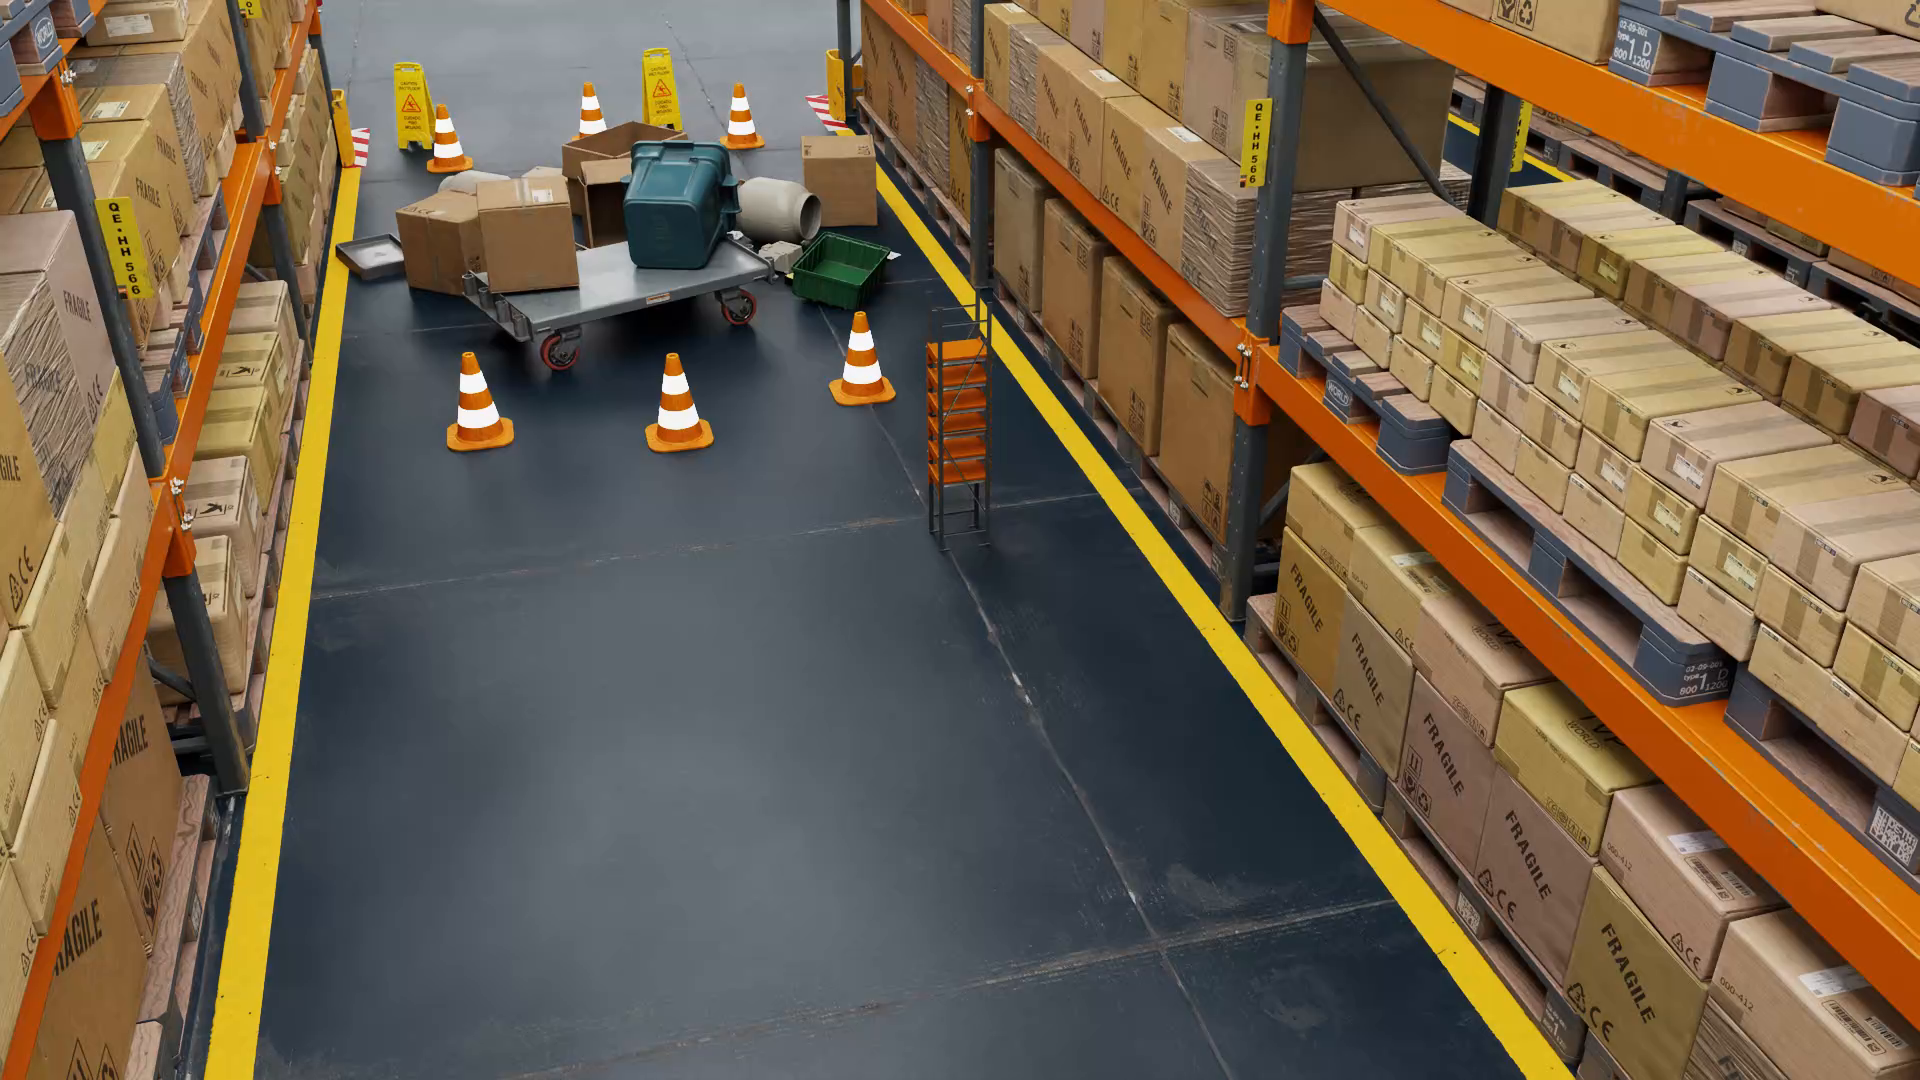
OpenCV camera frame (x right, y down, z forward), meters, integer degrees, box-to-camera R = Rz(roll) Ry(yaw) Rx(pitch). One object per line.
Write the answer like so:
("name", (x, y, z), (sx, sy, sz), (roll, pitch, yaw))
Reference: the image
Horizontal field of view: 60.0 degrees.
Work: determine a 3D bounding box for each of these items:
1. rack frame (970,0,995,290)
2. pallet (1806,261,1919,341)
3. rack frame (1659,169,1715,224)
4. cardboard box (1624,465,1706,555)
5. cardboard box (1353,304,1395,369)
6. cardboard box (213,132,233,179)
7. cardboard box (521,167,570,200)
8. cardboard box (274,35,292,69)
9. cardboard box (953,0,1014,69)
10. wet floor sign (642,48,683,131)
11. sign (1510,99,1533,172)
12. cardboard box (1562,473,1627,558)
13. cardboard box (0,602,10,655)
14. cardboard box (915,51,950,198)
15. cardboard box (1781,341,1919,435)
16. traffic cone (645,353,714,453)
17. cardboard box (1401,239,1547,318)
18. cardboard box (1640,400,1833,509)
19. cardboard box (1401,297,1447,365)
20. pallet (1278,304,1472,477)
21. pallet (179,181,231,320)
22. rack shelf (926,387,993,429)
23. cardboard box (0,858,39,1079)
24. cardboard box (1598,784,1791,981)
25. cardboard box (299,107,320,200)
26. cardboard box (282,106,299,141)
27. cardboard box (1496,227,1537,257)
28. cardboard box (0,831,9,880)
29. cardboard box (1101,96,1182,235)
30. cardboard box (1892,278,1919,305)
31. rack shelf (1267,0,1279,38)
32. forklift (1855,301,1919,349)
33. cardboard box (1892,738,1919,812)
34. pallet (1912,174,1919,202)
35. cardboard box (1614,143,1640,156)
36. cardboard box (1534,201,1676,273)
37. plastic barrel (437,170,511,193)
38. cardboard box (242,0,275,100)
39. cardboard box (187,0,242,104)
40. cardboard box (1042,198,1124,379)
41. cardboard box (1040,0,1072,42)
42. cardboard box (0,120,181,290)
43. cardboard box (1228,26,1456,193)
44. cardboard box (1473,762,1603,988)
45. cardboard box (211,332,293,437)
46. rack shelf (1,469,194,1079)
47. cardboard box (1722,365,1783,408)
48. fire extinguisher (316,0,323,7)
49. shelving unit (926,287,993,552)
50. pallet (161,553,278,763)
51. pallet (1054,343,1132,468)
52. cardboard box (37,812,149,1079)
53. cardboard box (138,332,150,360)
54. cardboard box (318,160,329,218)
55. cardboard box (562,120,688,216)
("rack frame", (0.560, -2.964, 9.877), (1.000, 3.000, 0.127), (-8, 31, -13))
("pallet", (5.905, -1.402, 9.962), (1.003, 0.211, 1.213), (-8, 31, -13))
("rack frame", (5.369, -3.575, 10.932), (1.000, 3.000, 0.127), (-8, 31, -13))
("cardboard box", (2.034, -0.105, 4.471), (0.380, 0.149, 0.250), (-8, 31, -13))
("cardboard box", (1.617, -0.733, 5.854), (0.380, 0.149, 0.250), (-6, 31, -11))
("cardboard box", (-3.555, -1.747, 7.605), (0.380, 0.149, 0.250), (-8, 31, -13))
("cardboard box", (-2.952, -2.591, 12.079), (0.380, 0.149, 0.250), (7, 31, 13))
("cardboard box", (-4.290, -2.963, 10.125), (0.380, 0.149, 0.250), (-8, 31, -13))
("cardboard box", (0.451, -3.206, 10.145), (0.875, 0.550, 0.550), (-8, 31, -13))
("wet floor sign", (-2.418, -3.628, 13.374), (0.267, 0.644, 0.232), (-13, 33, -22))
("sign", (2.143, -1.576, 6.402), (0.100, 0.325, 0.005), (-8, 31, -13))
("cardboard box", (1.968, -0.097, 4.754), (0.380, 0.149, 0.250), (-9, 31, -15))
("cardboard box", (-2.337, 0.146, 3.405), (0.500, 0.500, 0.500), (-8, 31, -14))
("cardboard box", (0.218, -2.975, 11.597), (0.875, 0.875, 0.875), (-8, 31, -13))
("cardboard box", (2.604, -0.437, 4.748), (0.380, 0.149, 0.250), (-7, 31, -12))
("traffic cone", (-1.465, -0.740, 8.566), (0.336, 0.463, 0.334), (-8, 31, -13))
("cardboard box", (1.693, -0.866, 5.489), (0.380, 0.149, 0.250), (-8, 31, -14))
("cardboard box", (2.044, -0.229, 4.388), (0.380, 0.149, 0.250), (-9, 31, -16))
("cardboard box", (1.705, -0.715, 5.526), (0.380, 0.149, 0.250), (-9, 31, -15))
("pallet", (1.914, -0.620, 6.017), (1.213, 0.211, 1.003), (-8, 31, -13))
("pallet", (-3.688, -1.193, 7.009), (1.003, 0.211, 1.213), (-8, 31, -13))
("rack shelf", (-0.004, -0.592, 7.424), (0.258, 0.103, 0.180), (-8, 31, -13))
("cardboard box", (-2.184, 0.924, 3.309), (0.500, 0.250, 0.500), (-8, 31, -14))
("cardboard box", (2.119, 0.899, 4.530), (0.500, 0.250, 0.500), (-6, 31, -11))
("cardboard box", (-4.371, -2.402, 10.483), (0.500, 0.500, 0.500), (-6, 31, -11))
("cardboard box", (-4.195, -2.492, 9.990), (0.380, 0.149, 0.250), (-7, 31, -11))
("cardboard box", (2.192, -1.056, 6.115), (0.380, 0.149, 0.250), (-7, 31, -12))
("cardboard box", (-2.180, 0.710, 3.180), (0.500, 0.250, 0.500), (-7, 31, -13))
("cardboard box", (0.980, -1.740, 7.662), (0.500, 0.500, 0.500), (-8, 31, -14))
("cardboard box", (5.917, -1.612, 9.597), (0.700, 0.500, 0.500), (-5, 30, -9))
("rack shelf", (1.091, -2.985, 7.637), (1.077, 0.370, 4.000), (-8, 31, -13))
("forklift", (4.174, -0.932, 6.435), (1.130, 2.935, 3.031), (-5, 30, -8))
("cardboard box", (2.318, 0.535, 3.662), (0.380, 0.149, 0.250), (-8, 31, -13))
("pallet", (2.623, -0.630, 3.037), (1.213, 0.211, 1.003), (-8, 31, -13))
("cardboard box", (5.142, -3.149, 12.273), (0.500, 0.500, 0.500), (2, 30, 3))
("cardboard box", (2.259, -1.066, 5.835), (0.380, 0.149, 0.250), (-8, 31, -14))
("plastic barrel", (-3.239, -2.278, 11.263), (0.512, 0.421, 0.421), (13, 32, 21))
("cardboard box", (-4.033, -2.679, 8.988), (0.500, 0.500, 0.500), (-8, 31, -13))
("cardboard box", (-3.841, -2.419, 8.118), (0.500, 0.500, 0.500), (-8, 31, -14))
("cardboard box", (1.064, -1.418, 9.033), (1.050, 0.750, 0.750), (-8, 31, -13))
("cardboard box", (0.836, -2.953, 8.760), (0.700, 0.500, 0.500), (-8, 31, -14))
("cardboard box", (-3.165, -1.178, 5.975), (0.500, 0.500, 0.500), (-6, 31, -11))
("cardboard box", (1.513, -1.727, 6.641), (0.700, 0.500, 0.500), (-8, 31, -14))
("cardboard box", (1.977, 0.979, 5.140), (0.500, 0.500, 0.500), (-9, 31, -14))
("cardboard box", (-3.849, -0.702, 8.173), (0.950, 0.372, 0.625), (-6, 31, -10))
("rack shelf", (-2.593, 0.952, 3.830), (1.077, 0.370, 4.000), (-8, 31, -13))
("cardboard box", (2.537, -0.434, 5.039), (0.380, 0.149, 0.250), (-7, 31, -12))
("fire extinguisher", (-4.833, -4.272, 12.214), (0.296, 0.674, 0.183), (-8, 31, -13))
("shelving unit", (-0.004, -0.526, 7.462), (0.258, 1.200, 0.189), (-8, 31, -13))
("pallet", (-3.330, 0.504, 6.669), (1.003, 0.211, 1.213), (-8, 31, -13))
("pallet", (1.165, -0.805, 8.929), (1.003, 0.211, 1.213), (-8, 31, -13))
("cardboard box", (-2.788, 1.188, 4.405), (0.875, 0.875, 0.875), (-7, 31, -13))
("cardboard box", (-3.073, -0.721, 5.833), (0.380, 0.149, 0.250), (-10, 31, -16))
("cardboard box", (-4.499, -2.323, 11.095), (0.500, 0.250, 0.500), (-9, 31, -15))
("cardboard box", (-2.340, -2.597, 11.735), (0.637, 0.503, 0.797), (19, 35, 29))
